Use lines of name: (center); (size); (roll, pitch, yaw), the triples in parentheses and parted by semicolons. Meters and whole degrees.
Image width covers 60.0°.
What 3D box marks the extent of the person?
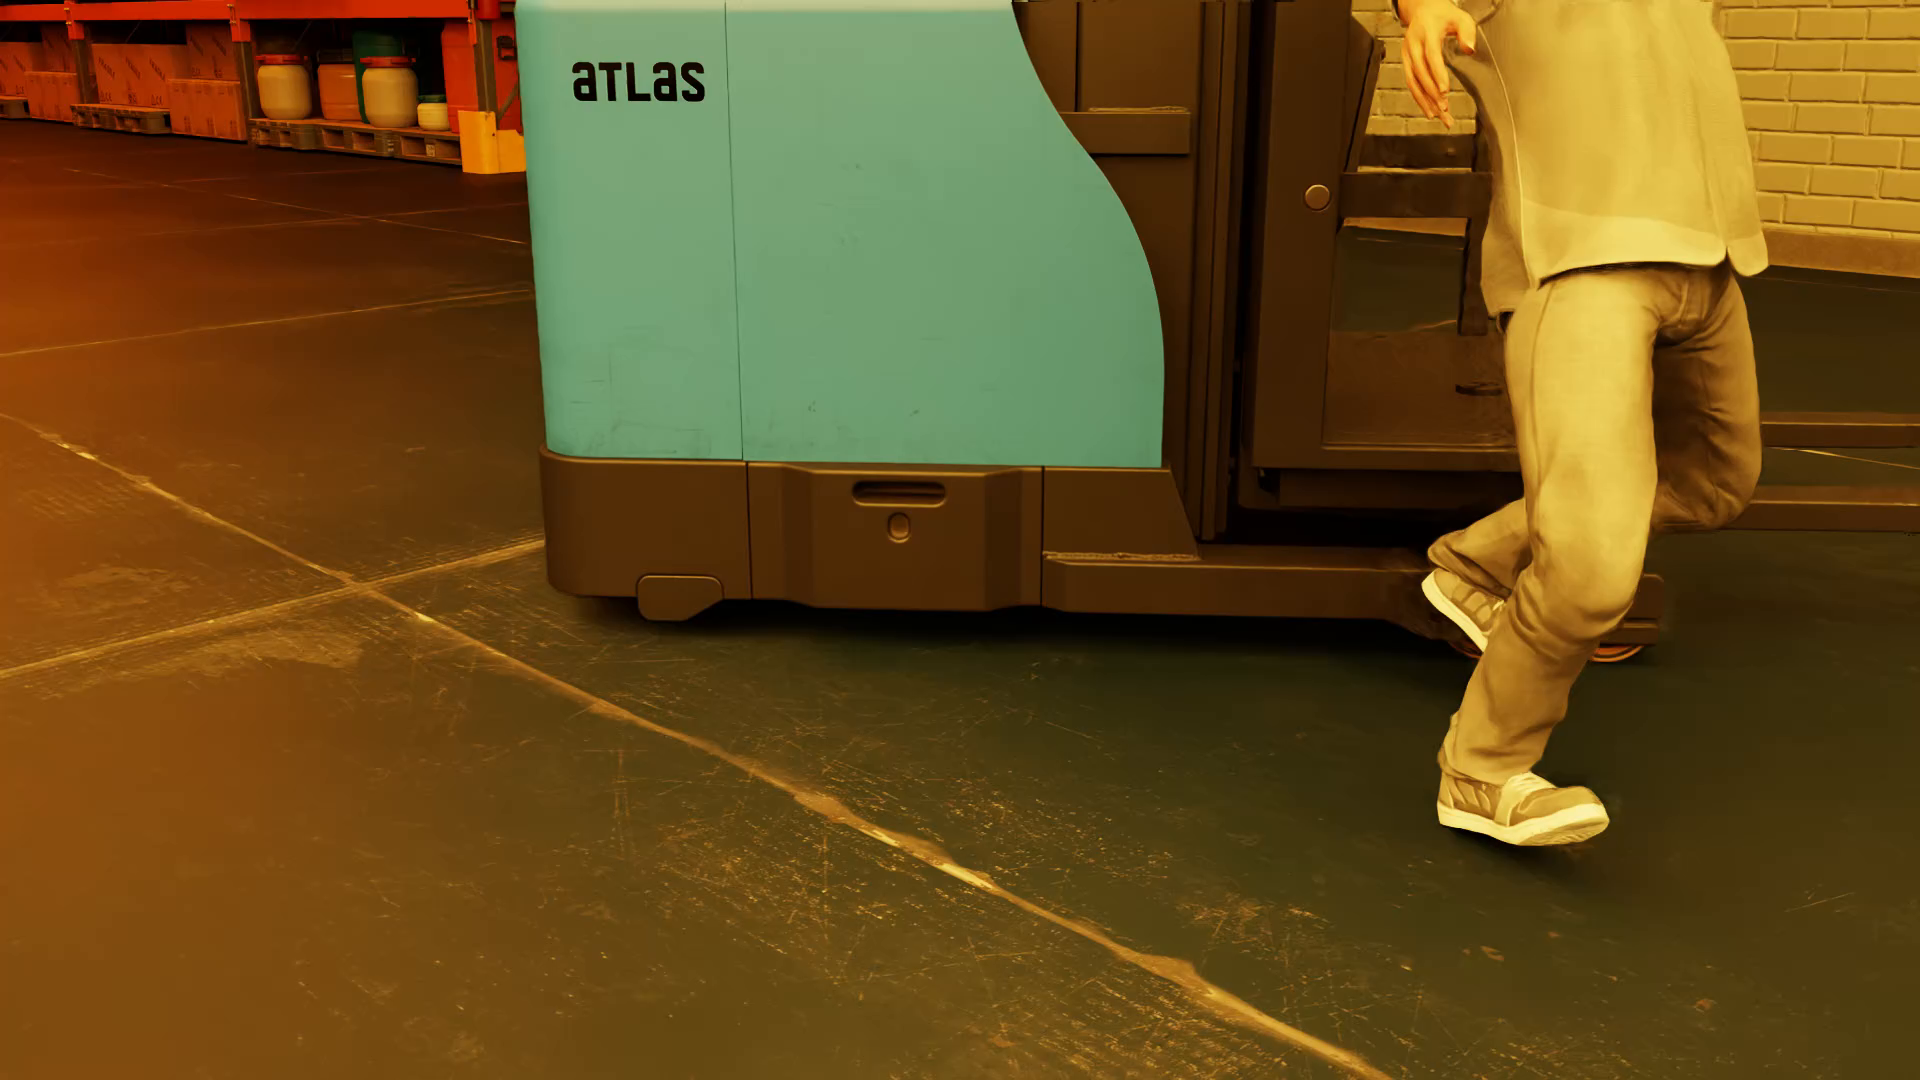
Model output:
person: (0.691, -0.293, 2.001); (0.917, 1.377, 0.671); (-16, 23, -41)

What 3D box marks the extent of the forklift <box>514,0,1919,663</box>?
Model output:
forklift: (0.816, -1.361, 2.835); (3.031, 2.935, 1.130); (1, 17, 4)
